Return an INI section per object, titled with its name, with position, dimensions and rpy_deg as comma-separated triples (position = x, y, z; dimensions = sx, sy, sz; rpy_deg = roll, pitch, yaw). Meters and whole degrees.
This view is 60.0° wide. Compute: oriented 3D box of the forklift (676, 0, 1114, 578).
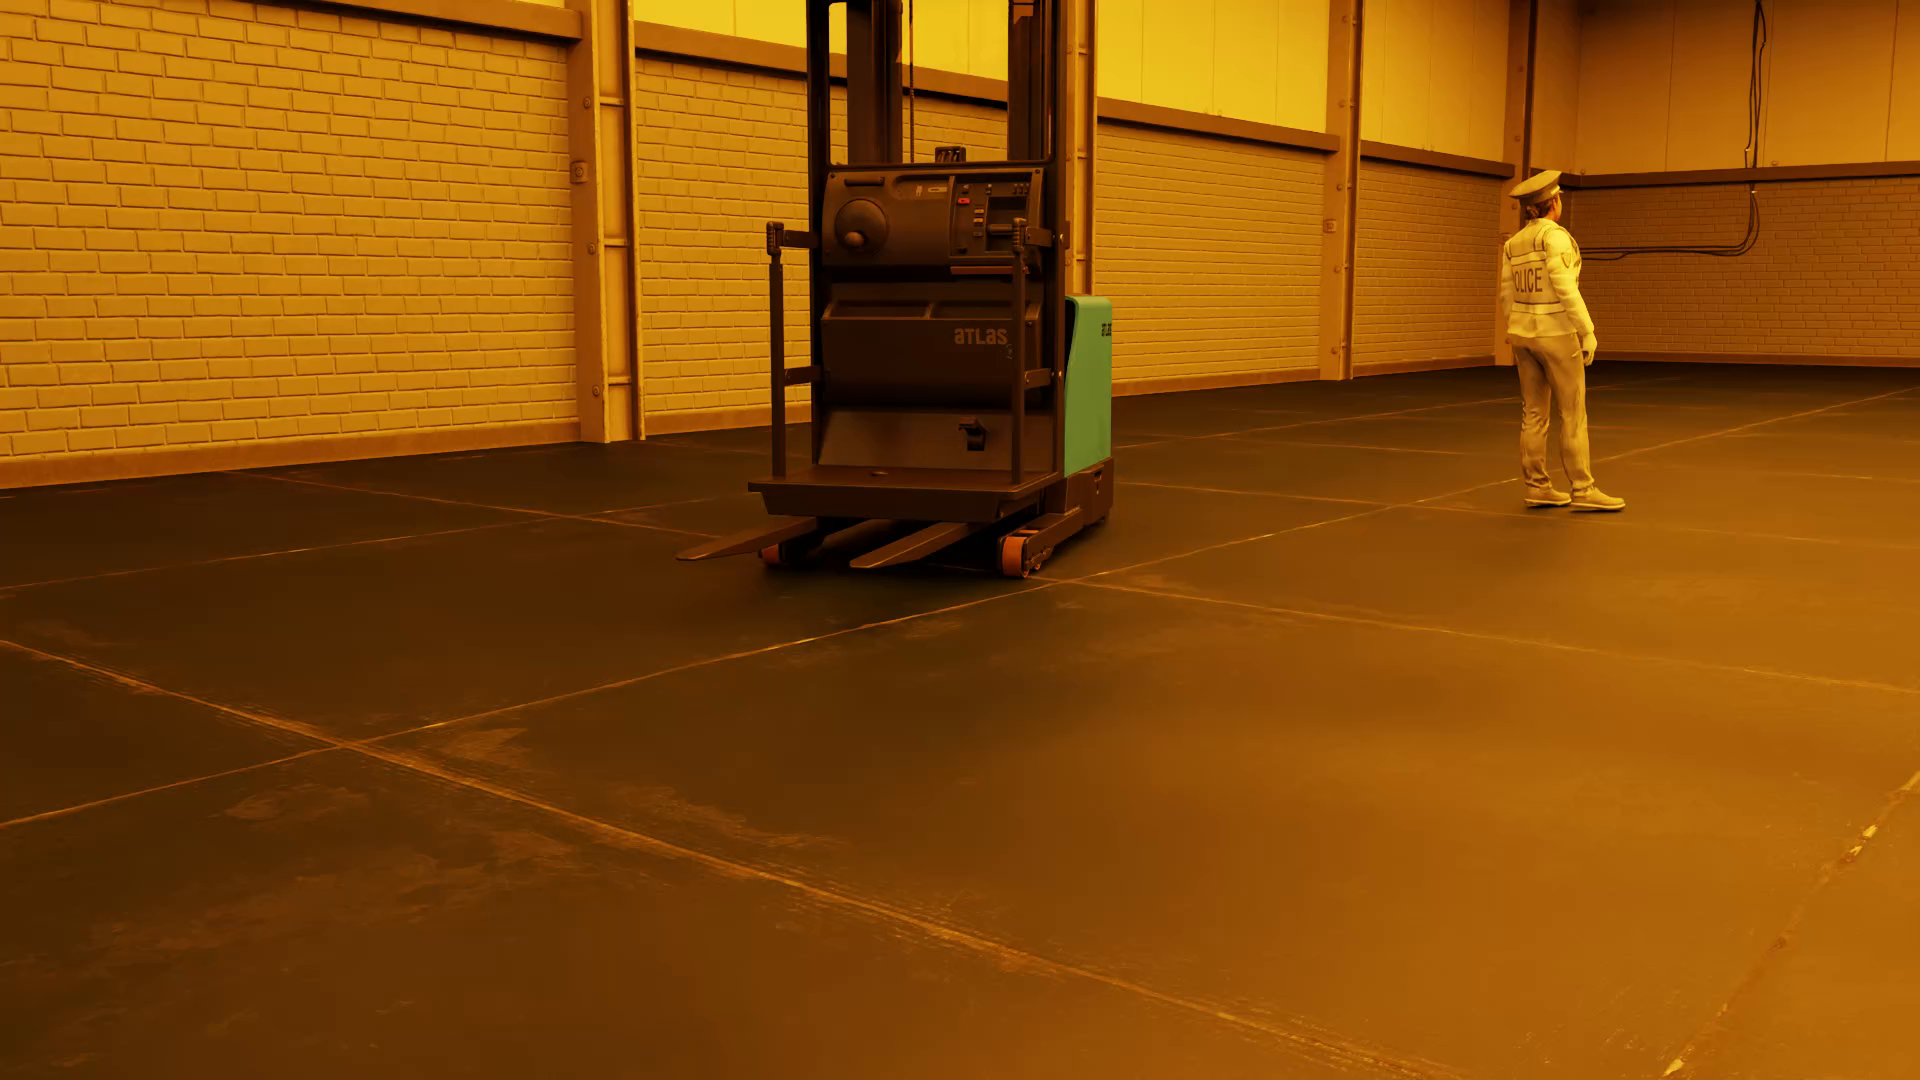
[forklift]
position = -0.176, -1.366, 6.616
dimensions = 1.130, 2.935, 3.031
rpy_deg = 3, 9, 17

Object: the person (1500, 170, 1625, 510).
[person]
position = 3.034, -1.016, 8.445
dimensions = 0.531, 1.694, 0.587
rpy_deg = -3, 9, -20
